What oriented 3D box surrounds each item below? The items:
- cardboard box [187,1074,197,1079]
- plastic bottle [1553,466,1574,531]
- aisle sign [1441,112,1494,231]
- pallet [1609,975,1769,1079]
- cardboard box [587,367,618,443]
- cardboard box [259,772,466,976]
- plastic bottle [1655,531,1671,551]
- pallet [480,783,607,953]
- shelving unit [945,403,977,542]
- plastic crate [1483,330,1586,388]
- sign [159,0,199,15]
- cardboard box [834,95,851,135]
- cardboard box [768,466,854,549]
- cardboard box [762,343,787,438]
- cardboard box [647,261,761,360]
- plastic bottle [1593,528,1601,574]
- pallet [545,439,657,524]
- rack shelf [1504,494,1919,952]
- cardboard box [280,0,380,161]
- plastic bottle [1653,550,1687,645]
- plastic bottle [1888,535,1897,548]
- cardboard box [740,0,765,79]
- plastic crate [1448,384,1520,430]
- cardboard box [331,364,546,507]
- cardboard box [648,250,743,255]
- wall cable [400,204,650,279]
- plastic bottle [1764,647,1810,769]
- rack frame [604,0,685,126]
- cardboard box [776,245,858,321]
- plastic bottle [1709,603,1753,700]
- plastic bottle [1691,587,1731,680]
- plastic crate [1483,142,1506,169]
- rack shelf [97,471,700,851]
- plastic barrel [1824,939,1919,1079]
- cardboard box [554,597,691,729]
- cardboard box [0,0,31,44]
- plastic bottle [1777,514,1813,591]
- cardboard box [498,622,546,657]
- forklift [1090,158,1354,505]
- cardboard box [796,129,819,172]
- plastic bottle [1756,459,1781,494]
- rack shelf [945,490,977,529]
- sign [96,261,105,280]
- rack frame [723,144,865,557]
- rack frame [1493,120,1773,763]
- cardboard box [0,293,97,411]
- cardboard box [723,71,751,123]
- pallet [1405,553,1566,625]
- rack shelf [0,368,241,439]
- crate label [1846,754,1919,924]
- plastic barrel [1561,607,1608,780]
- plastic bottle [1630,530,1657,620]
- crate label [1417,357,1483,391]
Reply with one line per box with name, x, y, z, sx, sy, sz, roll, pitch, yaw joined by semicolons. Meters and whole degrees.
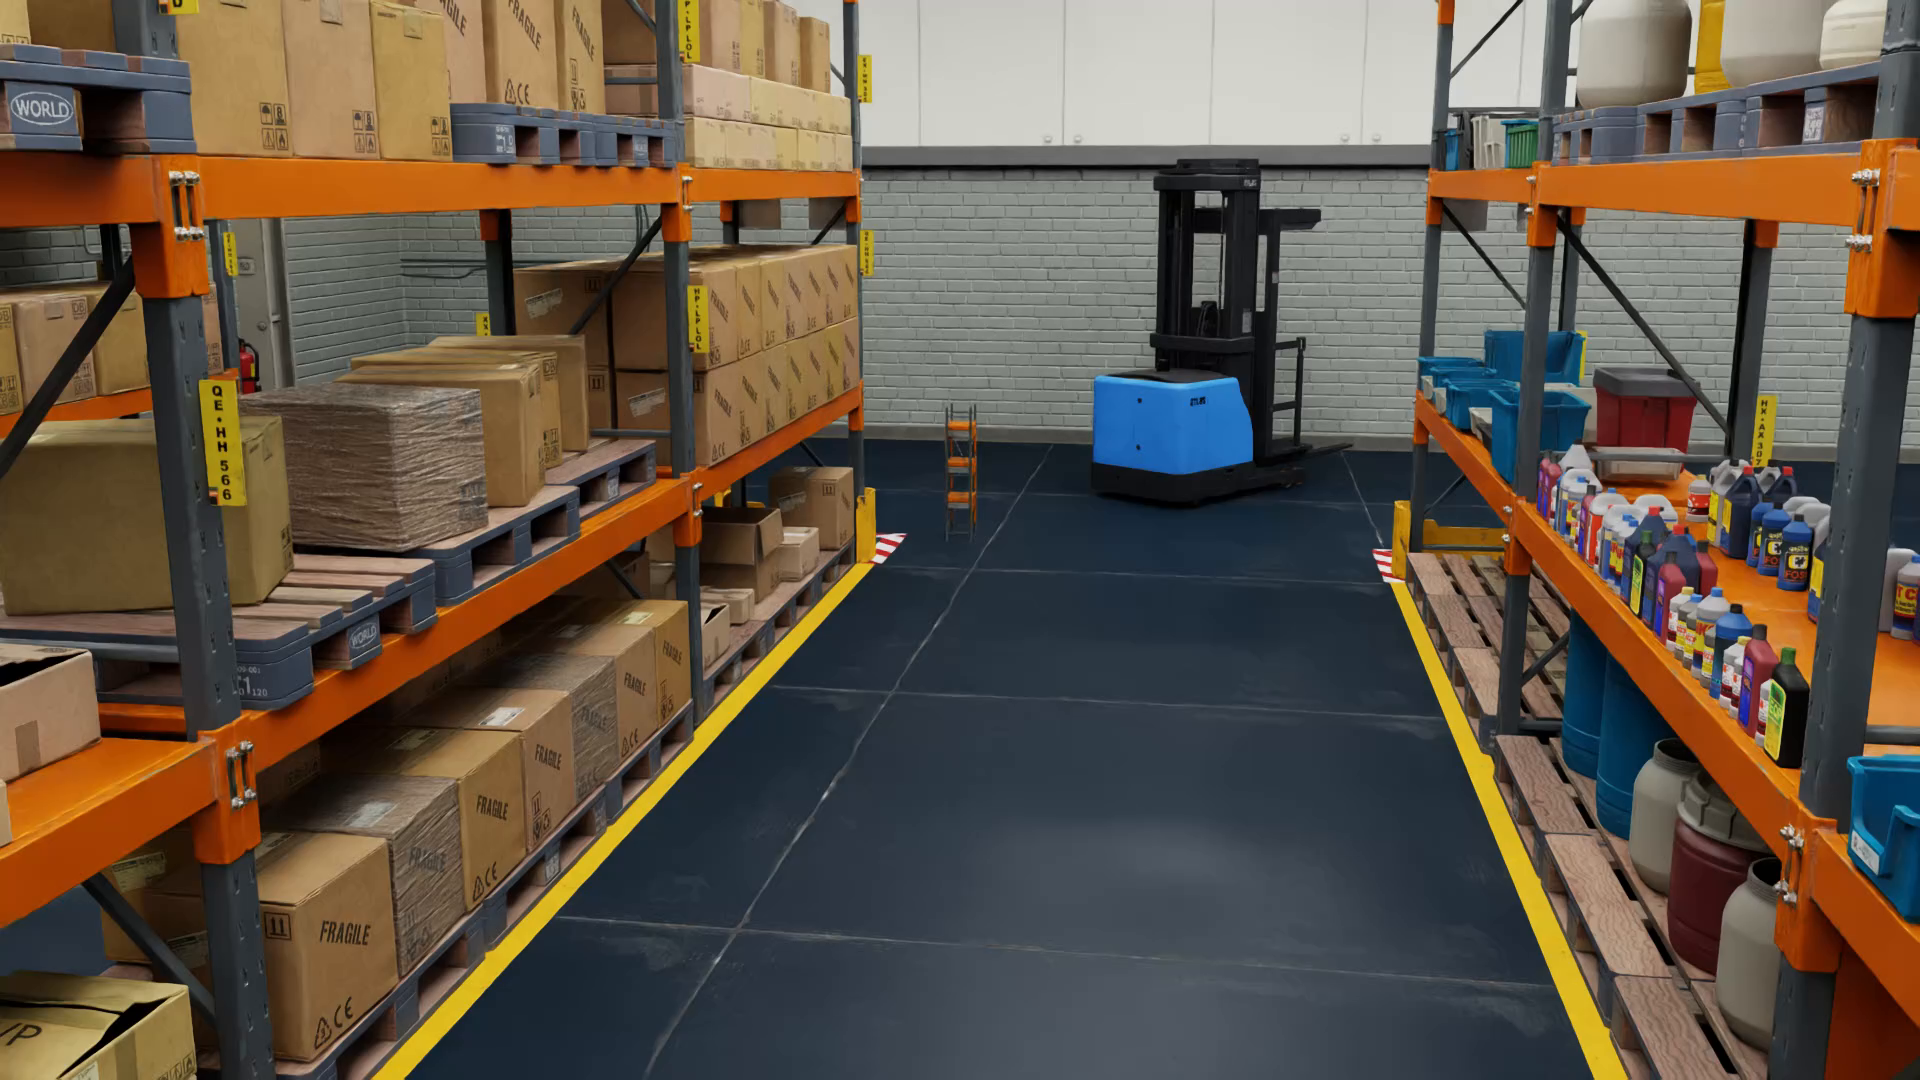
cardboard box;-2.285;1.557;4.179;0.500;0.250;0.500;2;12;10
plastic bottle;2.551;-0.173;6.980;0.097;0.271;0.097;0;12;0
aisle sign;3.397;-2.499;11.298;0.394;0.787;0.004;2;12;9
pallet;2.529;1.660;4.792;1.003;0.211;1.213;2;12;9
cardboard box;-2.006;-0.693;8.853;0.500;0.500;0.500;2;12;10
cardboard box;-2.017;1.113;5.599;0.500;0.500;0.500;1;12;7
plastic bottle;2.375;0.119;5.600;0.061;0.283;0.133;2;12;9
pallet;-2.103;1.256;6.663;1.003;0.211;1.213;2;12;9
shelving unit;0.008;-0.524;12.934;0.215;1.050;0.252;2;12;9
plastic crate;3.812;-1.174;11.096;0.616;0.435;0.499;2;12;9
sign;-1.898;-1.438;4.008;0.100;0.325;0.005;2;12;9
cardboard box;-1.042;-2.887;11.319;0.500;0.250;0.500;2;12;9
cardboard box;-1.055;-0.237;11.861;0.500;0.500;0.500;2;12;9
cardboard box;-1.327;-0.889;9.761;0.500;0.500;0.500;2;12;8
cardboard box;-1.400;-1.266;9.138;0.500;0.500;0.500;1;12;7
plastic bottle;2.429;0.026;6.223;0.097;0.201;0.097;0;12;0
pallet;-2.060;-0.275;7.607;1.003;0.211;1.213;2;12;9
rack shelf;2.757;0.397;5.738;1.077;0.370;4.000;2;12;9
cardboard box;-2.333;-1.413;5.071;0.910;0.500;0.500;2;12;9
plastic bottle;2.266;0.183;5.301;0.061;0.283;0.133;2;12;9
plastic bottle;3.077;0.085;5.598;0.144;0.351;0.185;2;12;9
cardboard box;-1.505;-2.842;9.331;0.700;0.500;0.500;2;12;9
plastic crate;3.067;-0.774;9.718;0.416;0.233;0.300;2;12;9
cardboard box;-2.040;-0.416;6.572;0.700;0.500;0.500;-1;12;-6
cardboard box;-1.698;-1.606;10.713;0.500;0.500;0.500;2;12;9
wall cable;-4.887;-4.105;18.052;3.097;2.526;0.112;2;12;9
plastic bottle;2.090;0.421;4.197;0.061;0.283;0.133;2;12;9
rack frame;-1.830;-3.465;7.710;1.000;3.000;0.127;2;12;9
cardboard box;-1.011;-1.801;11.619;0.500;0.500;0.500;2;12;8
plastic bottle;2.191;0.315;4.718;0.097;0.271;0.097;0;12;0
plastic bottle;2.221;0.274;4.906;0.097;0.271;0.097;0;12;0
plastic crate;2.884;-1.985;8.591;0.293;0.136;0.466;2;12;9
rack shelf;-2.137;0.236;6.486;1.077;0.370;4.000;2;12;9
plastic barrel;2.507;1.215;4.390;0.600;0.830;0.708;2;12;9
cardboard box;-1.622;0.587;8.040;0.500;0.500;0.500;2;12;8
cardboard box;-2.459;-1.201;3.687;0.500;0.250;0.500;1;12;4
plastic bottle;3.007;0.042;5.985;0.097;0.271;0.097;0;12;0
cardboard box;-2.216;0.679;7.612;0.500;0.500;0.500;2;12;9
forklift;2.556;-1.976;15.205;1.130;2.935;3.031;12;17;43
cardboard box;-1.185;-2.434;10.404;0.500;0.250;0.500;2;12;9
plastic bottle;3.246;-0.145;6.662;0.144;0.351;0.185;2;12;9
rack shelf;0.008;-0.242;12.995;0.215;0.259;0.240;2;12;9
sign;-6.657;-2.006;12.937;0.100;0.325;0.005;2;12;9
rack frame;-1.214;-1.365;12.206;1.000;3.000;0.127;2;12;9
rack frame;3.064;-0.371;7.594;1.000;3.000;0.127;2;12;9
cardboard box;-6.406;-1.254;10.982;0.980;0.700;0.700;1;12;6
cardboard box;-1.434;-2.367;8.905;0.500;0.250;0.500;2;12;9
pallet;3.514;0.330;10.961;1.003;0.211;1.213;2;12;9
rack shelf;-6.417;-0.756;11.091;1.077;0.370;4.000;2;12;9
crate label;2.014;0.619;3.397;0.303;0.233;0.416;2;12;9
plastic barrel;2.964;0.562;7.248;0.600;0.901;0.708;2;12;9
plastic bottle;2.314;0.117;5.609;0.061;0.283;0.133;2;12;9
crate label;3.316;-1.110;11.280;0.416;0.233;0.303;2;12;9
